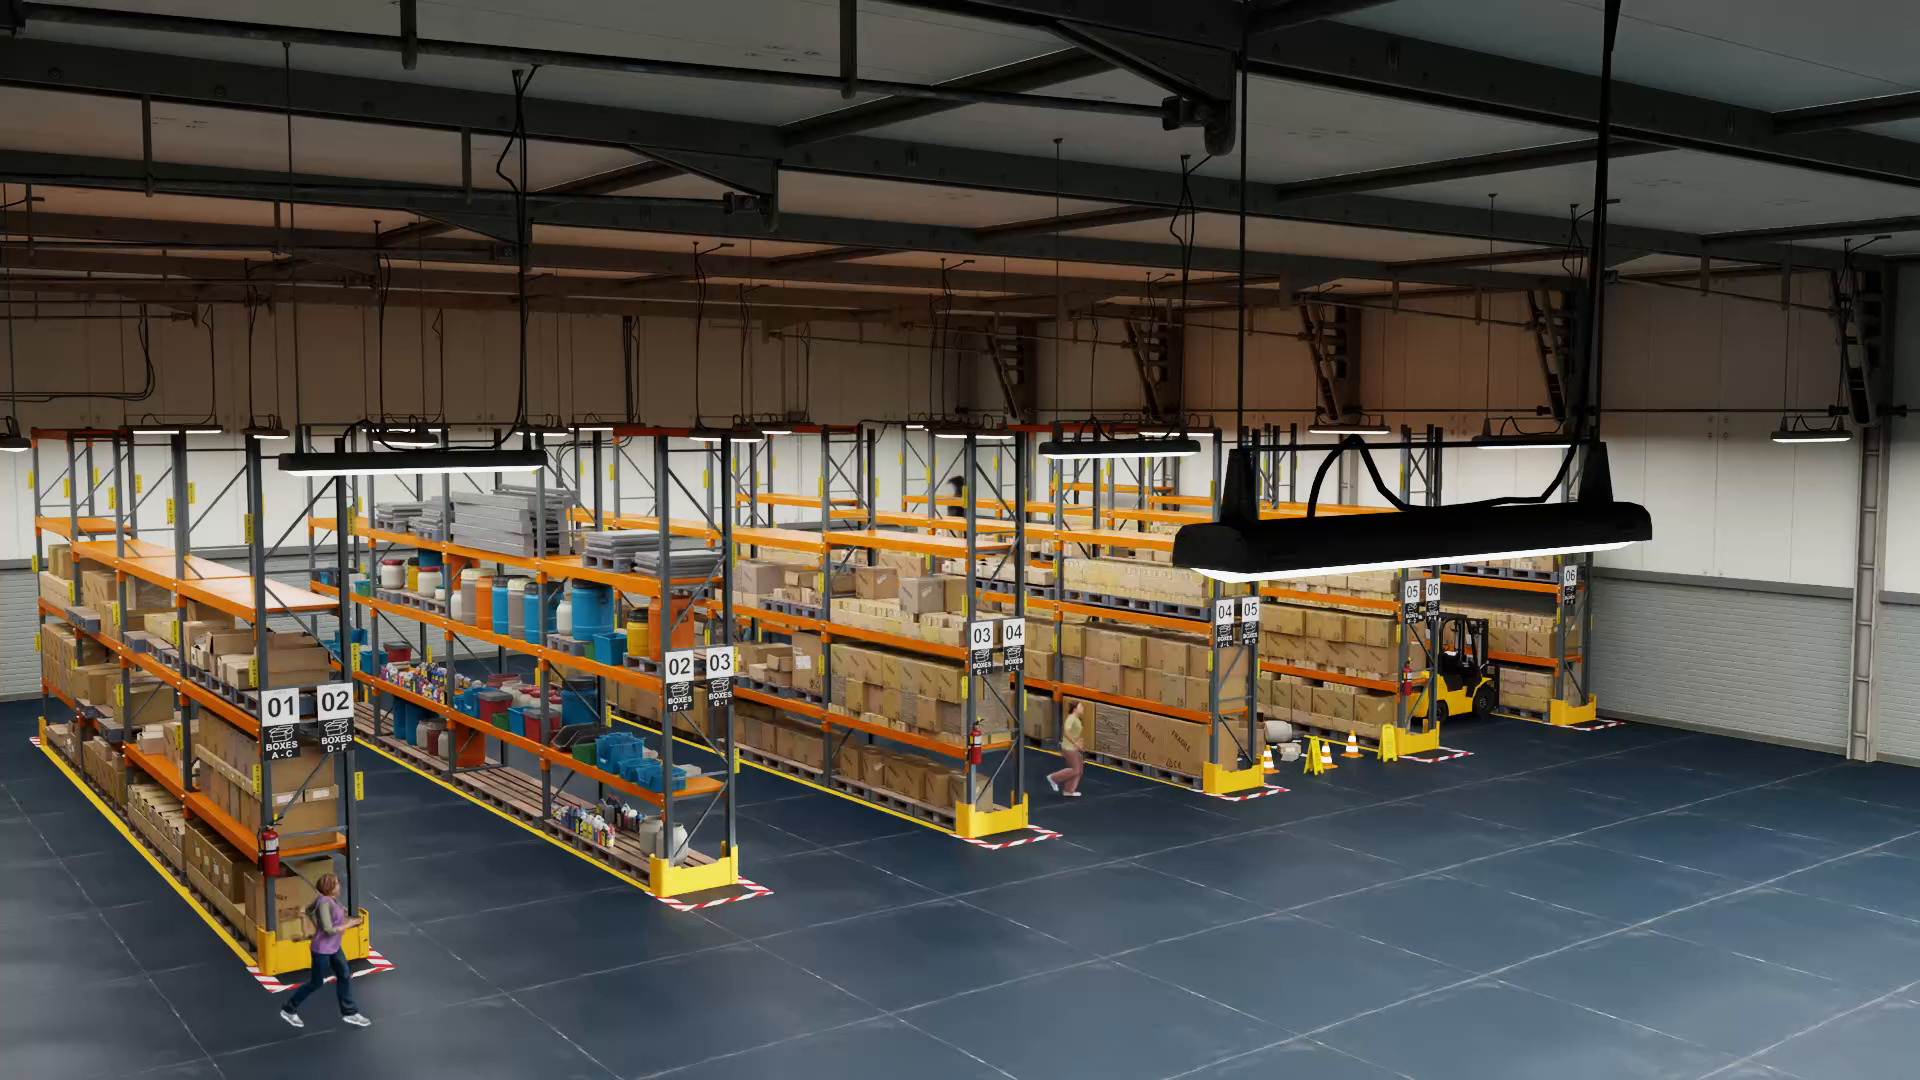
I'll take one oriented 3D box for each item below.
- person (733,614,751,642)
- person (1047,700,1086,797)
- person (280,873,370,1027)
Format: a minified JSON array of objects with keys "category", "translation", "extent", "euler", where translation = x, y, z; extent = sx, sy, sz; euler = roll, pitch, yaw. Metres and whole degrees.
[{"category":"person","translation":[-5.285,2.210,41.554],"extent":[0.720,1.753,0.941],"euler":[4,6,42]},{"category":"person","translation":[1.737,3.403,27.227],"extent":[0.593,1.601,0.582],"euler":[1,5,12]},{"category":"person","translation":[-6.467,4.175,16.881],"extent":[0.861,1.605,0.522],"euler":[-1,5,-7]}]
